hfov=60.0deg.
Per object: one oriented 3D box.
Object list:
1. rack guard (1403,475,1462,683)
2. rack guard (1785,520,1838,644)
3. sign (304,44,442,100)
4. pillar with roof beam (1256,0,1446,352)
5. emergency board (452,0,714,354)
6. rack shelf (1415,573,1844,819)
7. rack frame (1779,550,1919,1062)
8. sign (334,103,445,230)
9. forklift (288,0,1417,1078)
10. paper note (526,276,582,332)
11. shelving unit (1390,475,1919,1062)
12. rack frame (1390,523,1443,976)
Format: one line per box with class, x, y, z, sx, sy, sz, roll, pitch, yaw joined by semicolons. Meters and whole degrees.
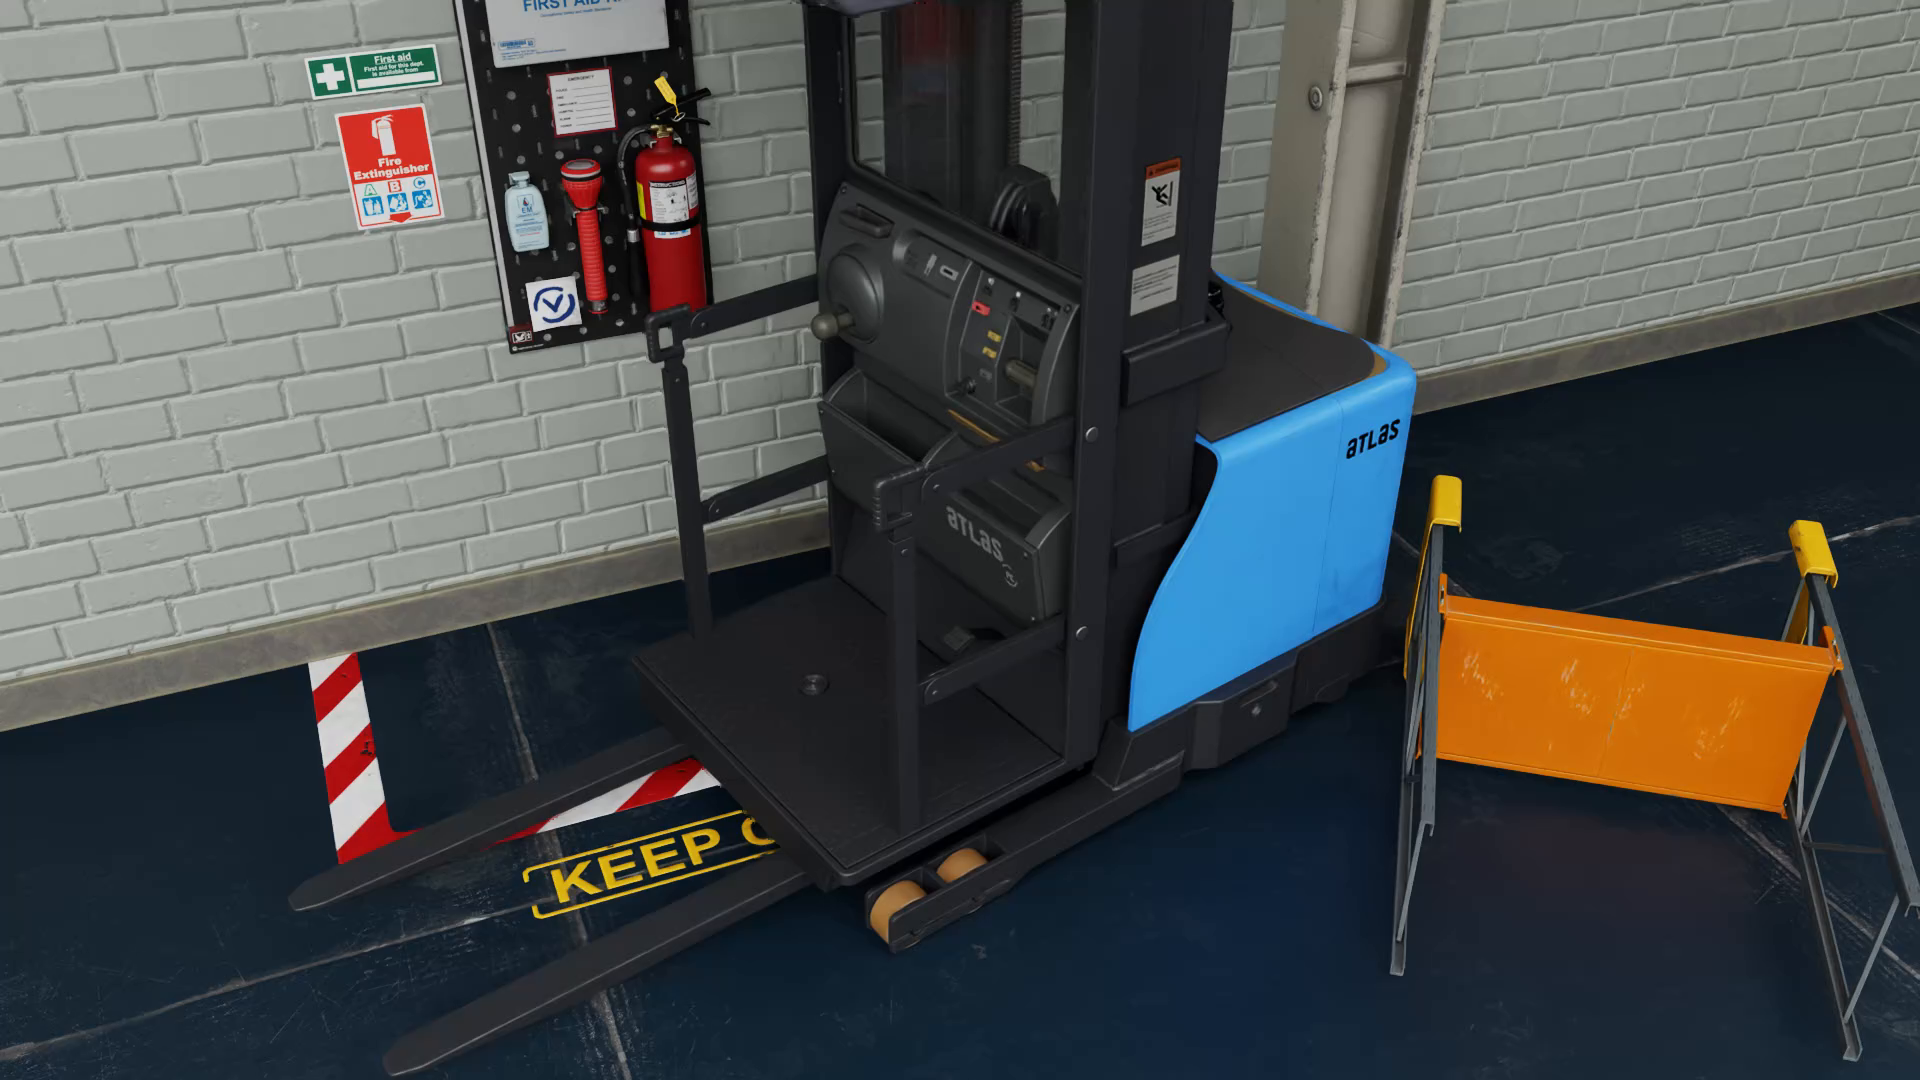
rack guard;1.420;0.121;5.002;0.087;0.587;0.250;8;34;12
rack guard;2.384;0.258;4.792;0.087;0.587;0.250;8;34;12
sign;-1.541;-1.232;4.375;0.331;0.109;0.001;-13;35;-19
pillar with roof beam;2.961;-1.916;0.443;0.400;9.000;9.100;-13;35;-19
emergency board;-0.999;-1.064;4.634;0.643;1.169;0.194;-13;35;-19
rack shelf;1.782;0.423;4.537;1.000;0.538;0.185;8;34;12
rack frame;2.228;0.588;4.284;0.032;0.500;1.500;8;34;12
sign;-1.548;-1.014;4.525;0.234;0.329;0.001;-13;35;-19
forklift;-0.217;-0.532;3.880;3.031;2.935;1.130;-22;39;-30
paper note;-1.189;-0.692;4.870;0.142;0.148;0.016;-13;35;-19
shelving unit;1.745;0.519;4.390;1.083;0.587;1.500;8;34;12
rack frame;1.244;0.449;4.499;0.032;0.500;1.500;8;34;12
